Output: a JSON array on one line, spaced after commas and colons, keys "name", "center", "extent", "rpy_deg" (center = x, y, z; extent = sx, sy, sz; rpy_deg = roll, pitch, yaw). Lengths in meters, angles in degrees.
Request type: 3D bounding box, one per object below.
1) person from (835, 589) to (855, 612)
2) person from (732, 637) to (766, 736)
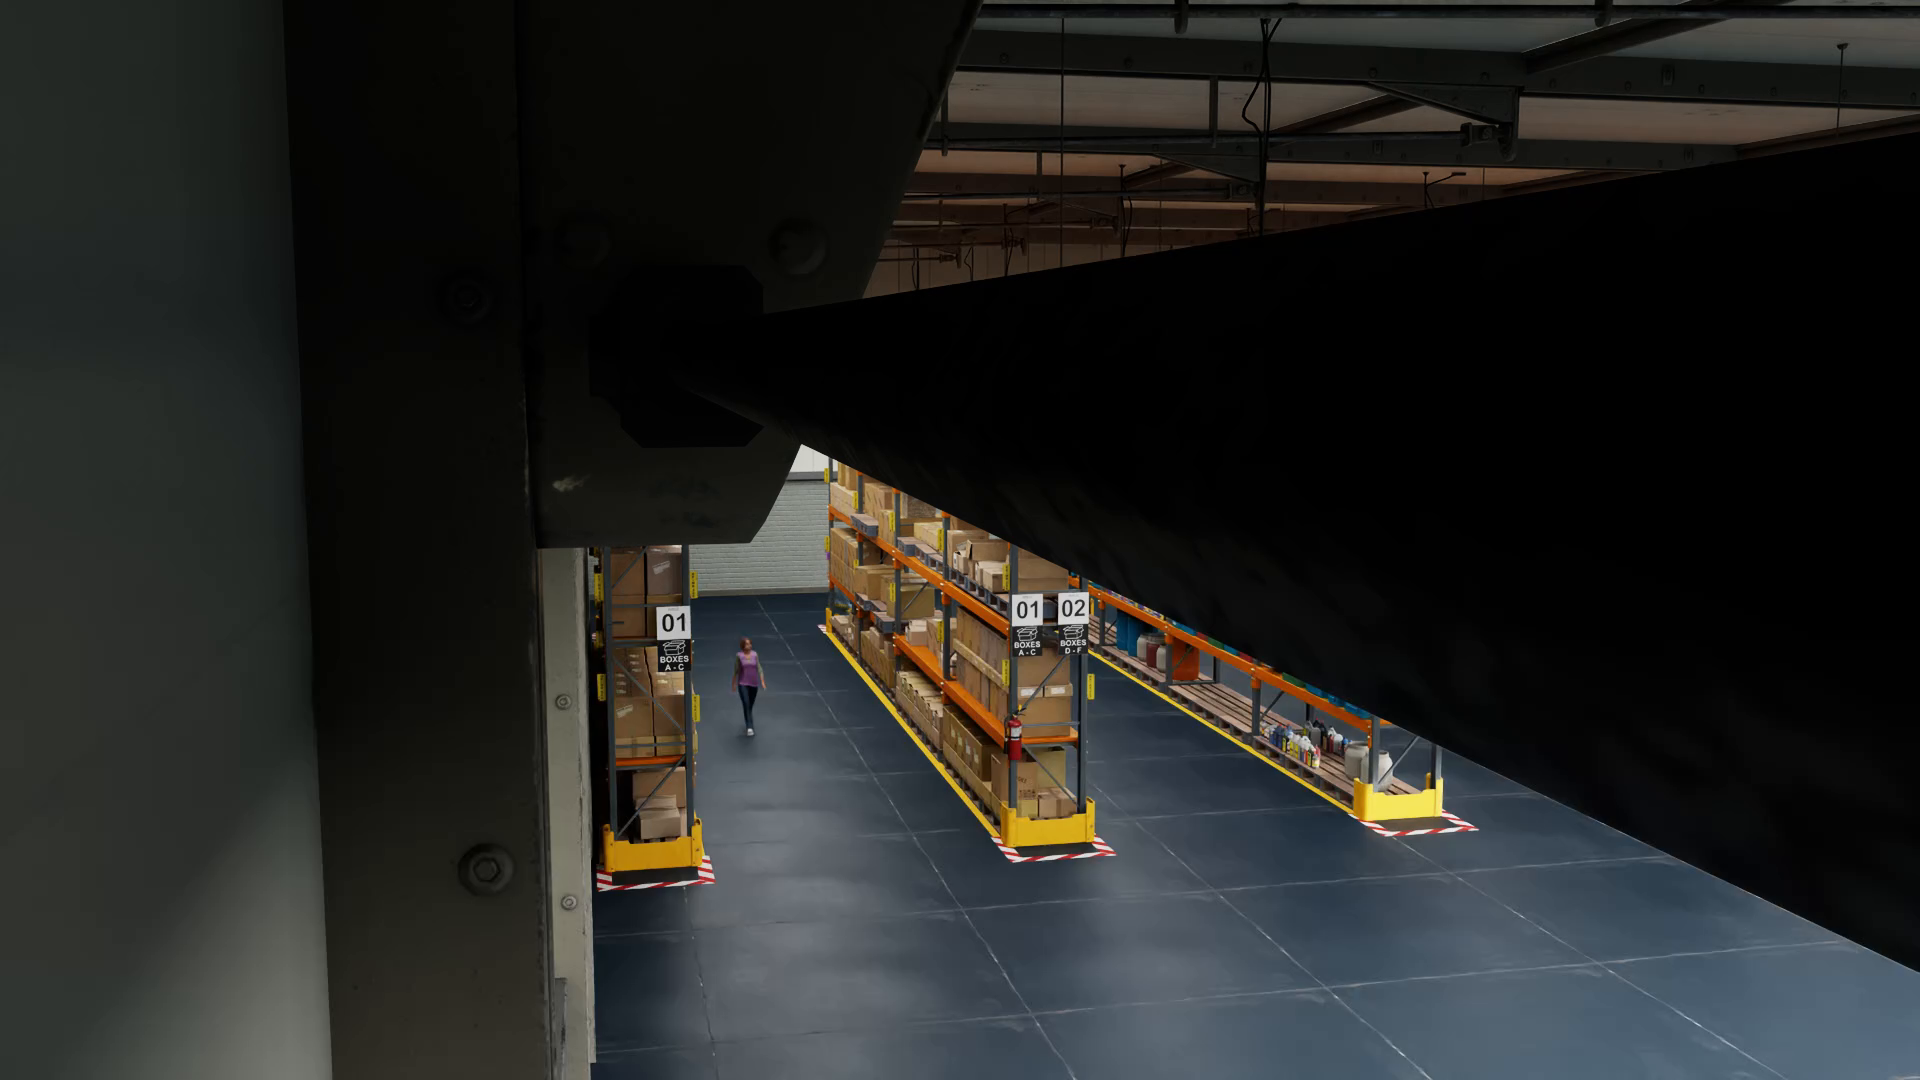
[{"name": "person", "center": [-2.678, 0.809, 39.274], "extent": [0.591, 1.757, 0.936], "rpy_deg": [-7, 9, -44]}, {"name": "person", "center": [-3.448, 2.343, 27.075], "extent": [0.480, 1.532, 1.009], "rpy_deg": [-3, 7, -21]}]
